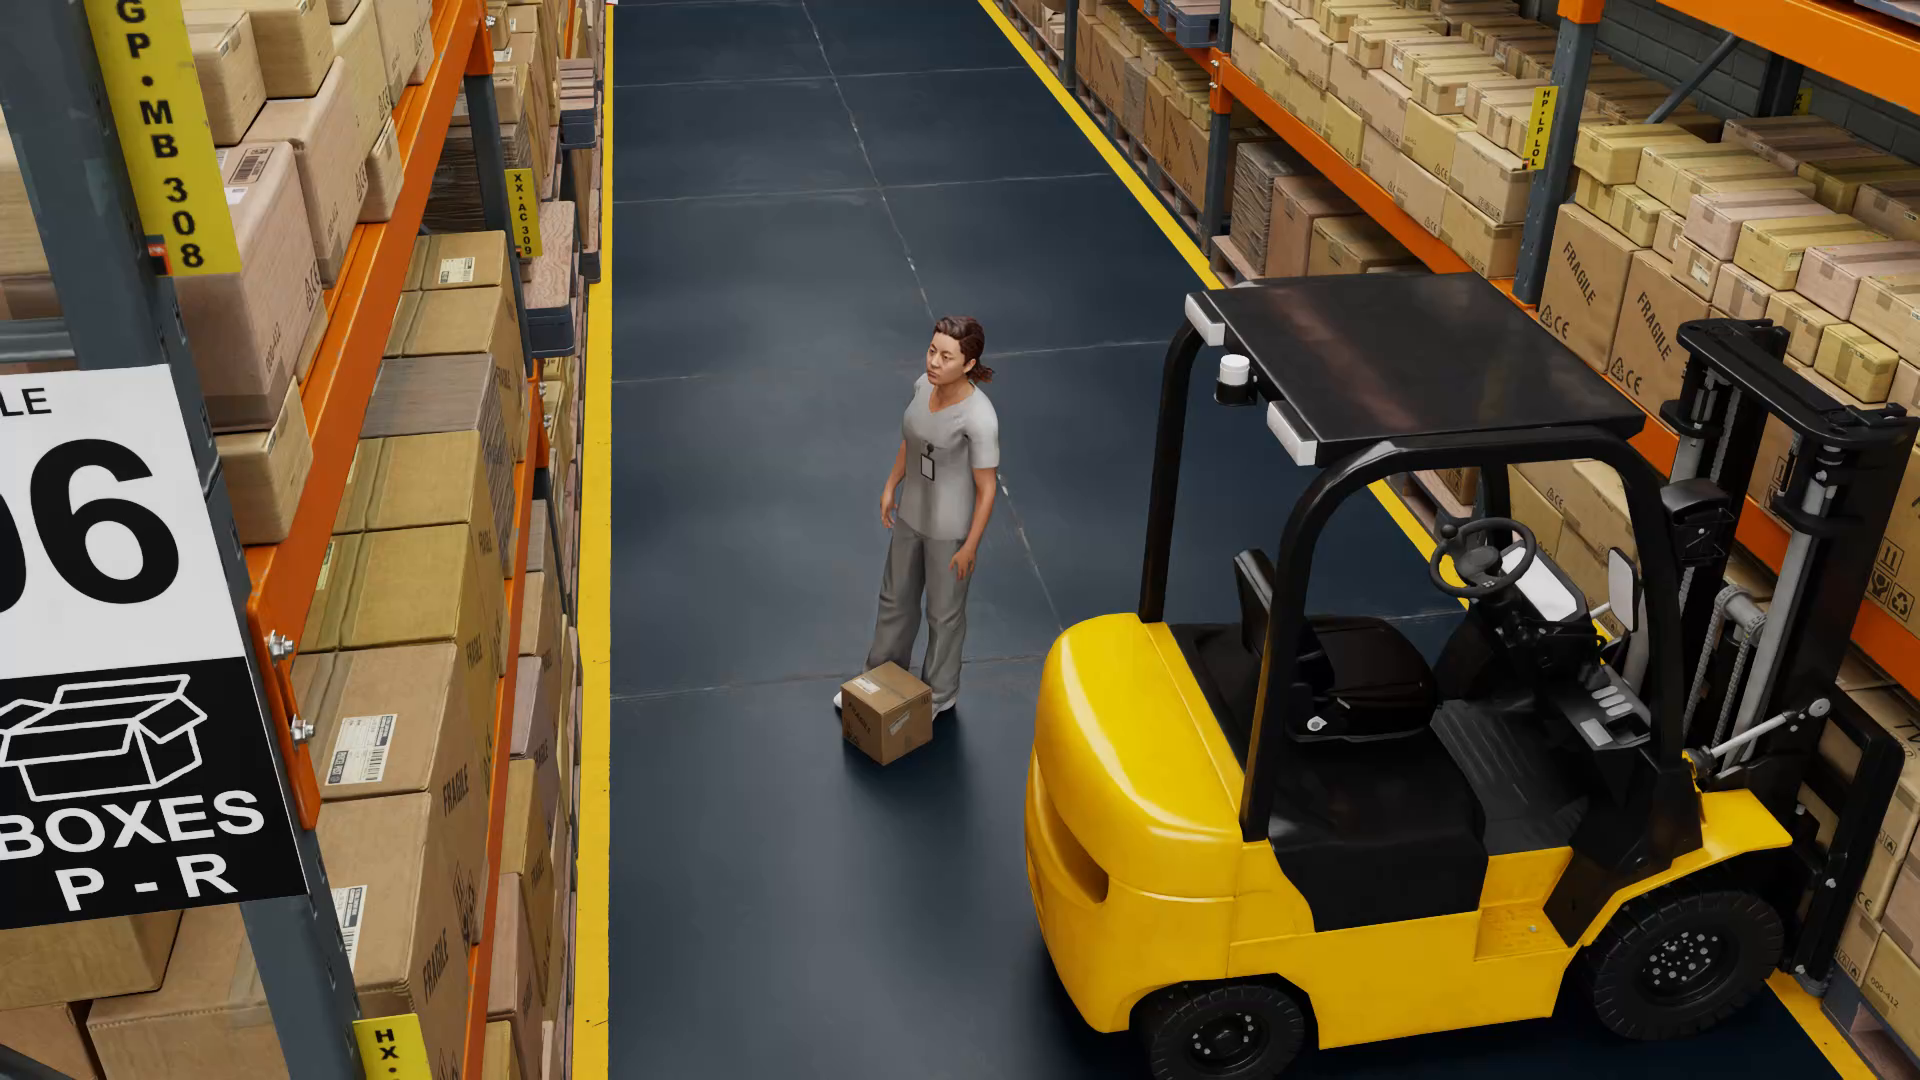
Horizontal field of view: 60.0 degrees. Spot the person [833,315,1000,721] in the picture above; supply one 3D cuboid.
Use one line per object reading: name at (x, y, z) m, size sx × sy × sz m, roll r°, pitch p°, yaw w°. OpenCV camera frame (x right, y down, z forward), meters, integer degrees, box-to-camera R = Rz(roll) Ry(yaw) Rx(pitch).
person at (-0.138, -0.039, 6.181) m, size 0.548 × 1.674 × 0.549 m, roll -23°, pitch 38°, yaw -33°
